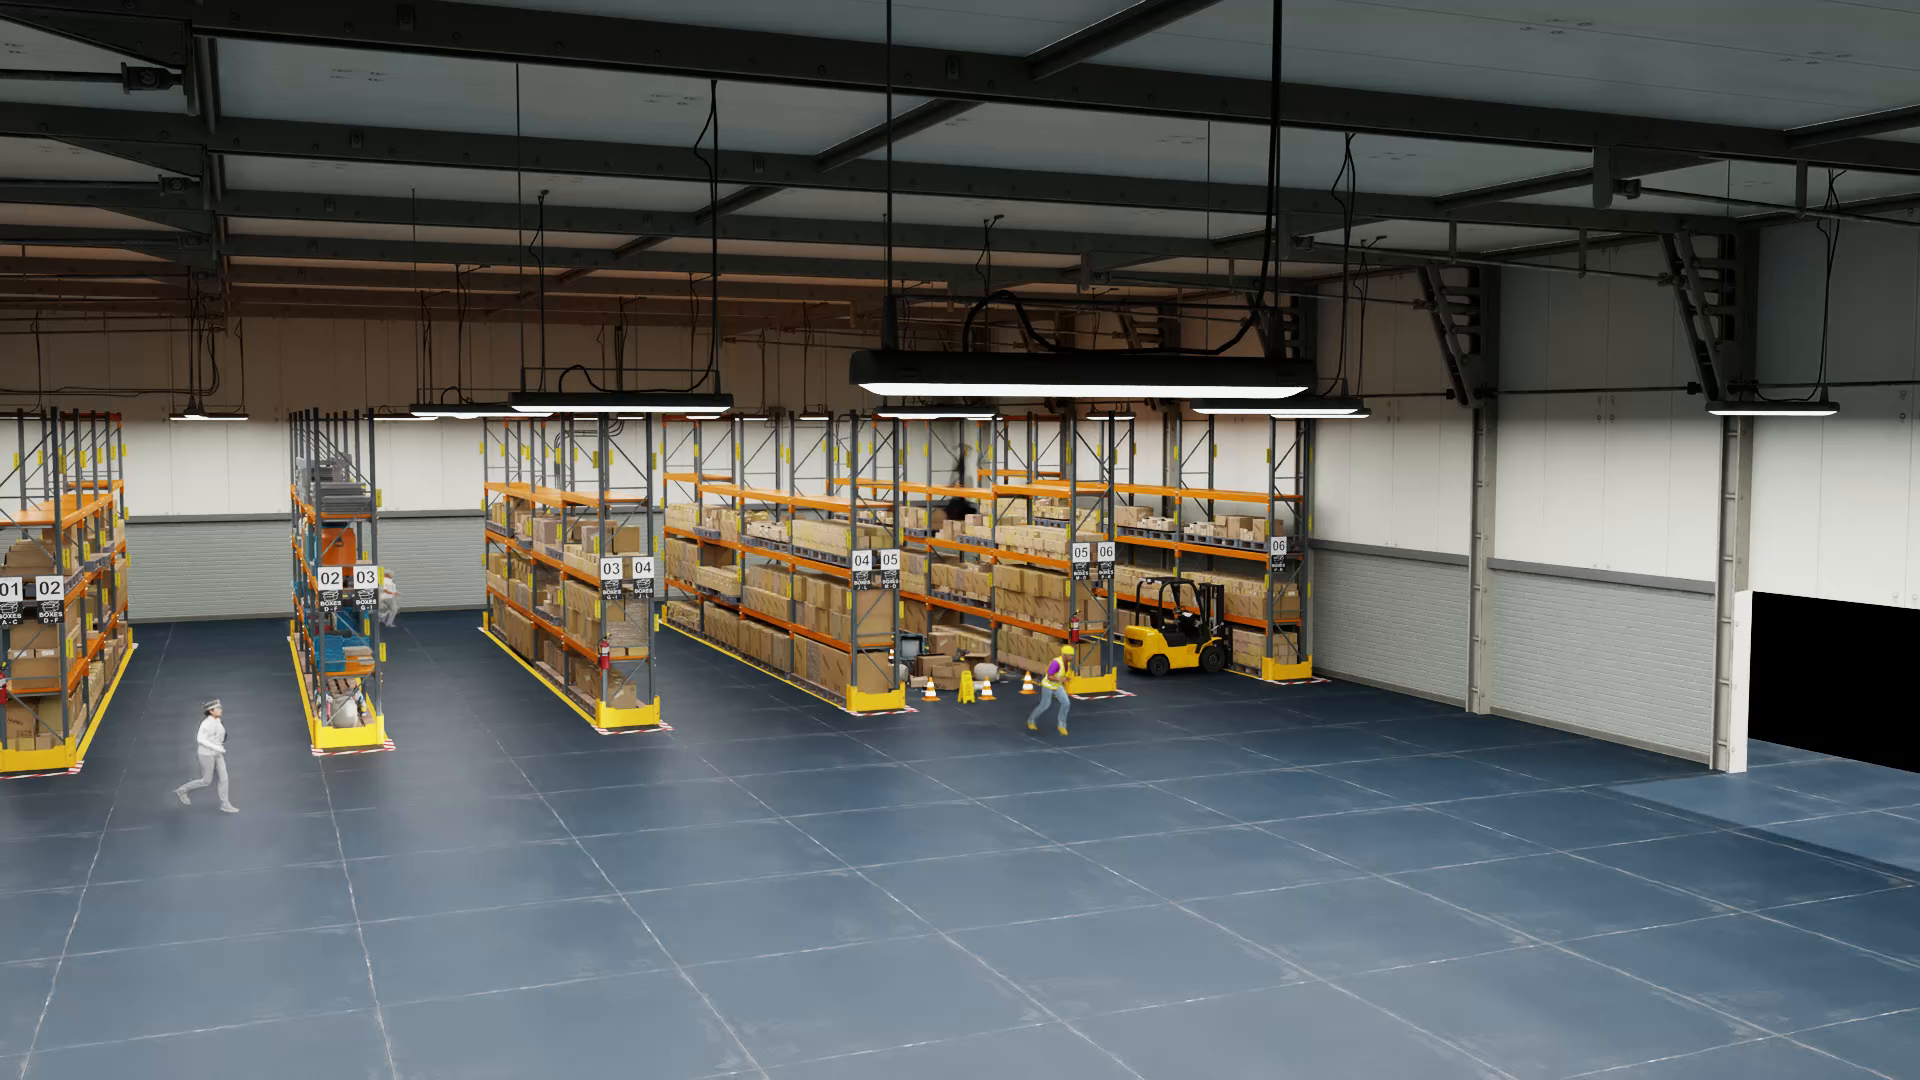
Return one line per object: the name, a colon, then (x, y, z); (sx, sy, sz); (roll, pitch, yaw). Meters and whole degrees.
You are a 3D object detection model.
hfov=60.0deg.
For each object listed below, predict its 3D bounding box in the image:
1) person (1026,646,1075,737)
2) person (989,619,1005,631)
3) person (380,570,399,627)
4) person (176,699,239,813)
person: (1.691, 2.773, 30.632); (1.035, 1.714, 0.747); (3, 5, 34)
person: (0.994, 1.869, 43.565); (0.619, 1.627, 0.830); (-2, 5, -28)
person: (-16.040, 1.641, 46.746); (0.569, 1.618, 0.603); (-1, 4, -16)
person: (-11.067, 3.179, 24.473); (0.915, 1.686, 0.639); (0, 4, -2)
